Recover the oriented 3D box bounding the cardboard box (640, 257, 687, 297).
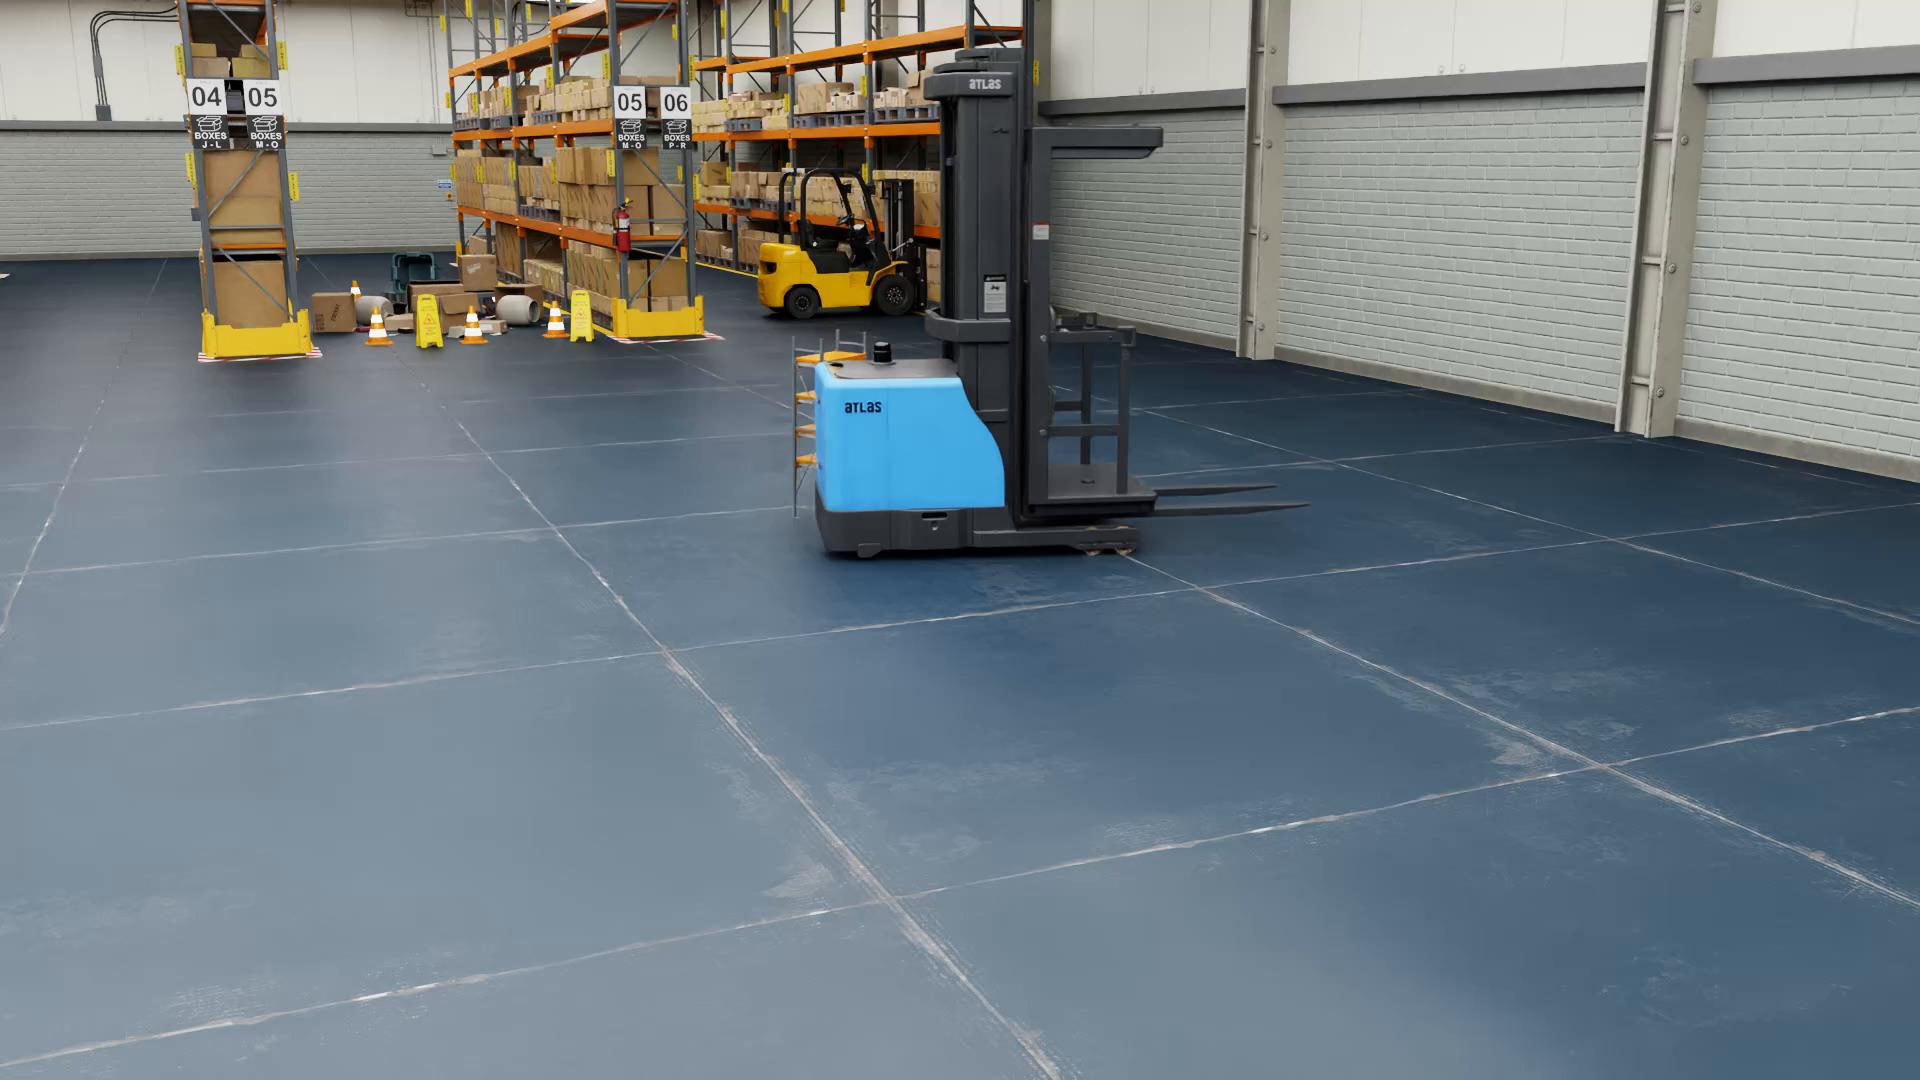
[{"bbox_3d":[-4.069,-3.616,22.844,0.500,0.500,0.500,-6,14,-25],"label":"cardboard box"}]

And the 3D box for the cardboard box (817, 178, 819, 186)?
[{"bbox_3d":[-2.311,-6.355,29.516,0.380,0.149,0.250,-5,14,-22],"label":"cardboard box"}]

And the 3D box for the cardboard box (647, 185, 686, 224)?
[{"bbox_3d":[-3.925,-4.505,22.303,0.500,0.500,0.500,-6,14,-24],"label":"cardboard box"}]

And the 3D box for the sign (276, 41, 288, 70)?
[{"bbox_3d":[-7.974,-5.696,19.560,0.100,0.325,0.005,-6,14,-23],"label":"sign"}]

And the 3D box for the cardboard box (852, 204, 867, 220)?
[{"bbox_3d":[-1.487,-5.472,27.692,0.500,0.250,0.500,-5,14,-22],"label":"cardboard box"}]

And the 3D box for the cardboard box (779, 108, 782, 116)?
[{"bbox_3d":[-3.178,-8.037,31.238,0.380,0.149,0.250,-5,14,-22],"label":"cardboard box"}]

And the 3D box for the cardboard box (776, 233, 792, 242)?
[{"bbox_3d":[-3.345,-5.843,32.139,0.380,0.149,0.250,-5,14,-21],"label":"cardboard box"}]

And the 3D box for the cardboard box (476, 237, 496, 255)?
[{"bbox_3d":[-9.669,-6.135,34.977,0.875,0.438,0.875,-5,14,-21],"label":"cardboard box"}]

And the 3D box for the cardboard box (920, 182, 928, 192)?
[{"bbox_3d":[-0.375,-5.312,25.008,0.380,0.149,0.250,-6,14,-23],"label":"cardboard box"}]

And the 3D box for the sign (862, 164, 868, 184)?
[{"bbox_3d":[-1.539,-5.939,26.986,0.100,0.325,0.005,-6,14,-23],"label":"sign"}]

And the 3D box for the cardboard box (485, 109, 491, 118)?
[{"bbox_3d":[-8.610,-7.927,30.903,0.380,0.166,0.250,-7,15,-27],"label":"cardboard box"}]

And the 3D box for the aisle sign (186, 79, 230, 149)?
[{"bbox_3d":[-8.731,-4.946,19.321,0.394,0.787,0.004,-6,14,-23],"label":"aisle sign"}]

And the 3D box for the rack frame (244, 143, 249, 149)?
[{"bbox_3d":[-14.894,-7.027,34.077,1.000,3.000,0.127,-6,14,-23],"label":"rack frame"}]

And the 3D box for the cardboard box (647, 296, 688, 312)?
[{"bbox_3d":[-4.059,-3.246,22.907,0.500,0.250,0.500,-6,14,-23],"label":"cardboard box"}]

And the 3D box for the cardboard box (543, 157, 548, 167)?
[{"bbox_3d":[-6.403,-6.000,26.392,0.380,0.149,0.250,-6,14,-25],"label":"cardboard box"}]

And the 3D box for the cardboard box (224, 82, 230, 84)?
[{"bbox_3d":[-9.337,-5.791,20.604,0.500,0.250,0.500,-6,14,-23],"label":"cardboard box"}]

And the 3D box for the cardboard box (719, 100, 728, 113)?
[{"bbox_3d":[-4.673,-8.977,34.414,0.500,0.250,0.500,-6,14,-23],"label":"cardboard box"}]

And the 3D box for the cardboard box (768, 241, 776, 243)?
[{"bbox_3d":[-3.417,-5.558,32.343,0.500,0.500,0.500,-5,14,-21],"label":"cardboard box"}]

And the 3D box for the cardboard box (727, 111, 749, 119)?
[{"bbox_3d":[-4.495,-8.612,33.679,0.380,0.149,0.250,-5,14,-22],"label":"cardboard box"}]

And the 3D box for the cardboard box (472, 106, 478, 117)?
[{"bbox_3d":[-9.346,-8.420,32.592,0.396,0.266,0.258,-5,14,-21],"label":"cardboard box"}]

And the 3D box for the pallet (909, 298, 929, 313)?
[{"bbox_3d":[-0.273,-3.685,25.825,1.003,0.211,1.213,-6,14,-23],"label":"pallet"}]

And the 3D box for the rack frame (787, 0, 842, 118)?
[{"bbox_3d":[-2.648,-9.214,30.222,1.000,3.000,0.127,-6,14,-23],"label":"rack frame"}]

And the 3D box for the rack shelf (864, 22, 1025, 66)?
[{"bbox_3d":[-0.244,-7.429,24.992,1.077,0.370,4.000,-6,14,-23],"label":"rack shelf"}]

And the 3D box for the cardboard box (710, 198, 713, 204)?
[{"bbox_3d":[-5.211,-7.358,36.068,0.380,0.149,0.250,-6,14,-23],"label":"cardboard box"}]

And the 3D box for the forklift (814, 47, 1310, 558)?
[{"bbox_3d":[0.634,-1.455,10.156,3.031,2.935,1.130,-2,13,-8],"label":"forklift"}]

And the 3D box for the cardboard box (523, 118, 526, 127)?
[{"bbox_3d":[-7.224,-7.100,28.300,0.380,0.149,0.250,-6,14,-23],"label":"cardboard box"}]

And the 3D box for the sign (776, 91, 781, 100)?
[{"bbox_3d":[-3.743,-9.073,34.248,0.100,0.325,0.005,-6,14,-23],"label":"sign"}]

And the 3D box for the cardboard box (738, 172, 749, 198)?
[{"bbox_3d":[-4.054,-7.143,33.429,0.700,0.500,0.500,-5,14,-22],"label":"cardboard box"}]

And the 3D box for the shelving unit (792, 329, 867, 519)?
[{"bbox_3d":[-0.859,-0.759,10.974,0.258,1.200,0.503,9,16,30],"label":"shelving unit"}]

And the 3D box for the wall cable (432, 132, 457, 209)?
[{"bbox_3d":[-12.679,-9.168,41.005,0.585,1.953,0.123,-6,14,-23],"label":"wall cable"}]

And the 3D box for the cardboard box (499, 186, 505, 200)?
[{"bbox_3d":[-8.054,-6.299,30.157,0.500,0.250,0.500,-6,14,-24],"label":"cardboard box"}]

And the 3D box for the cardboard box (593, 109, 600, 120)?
[{"bbox_3d":[-4.778,-5.788,22.632,0.380,0.149,0.250,-6,14,-23],"label":"cardboard box"}]

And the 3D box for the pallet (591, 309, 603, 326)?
[{"bbox_3d":[-4.798,-3.269,24.025,1.003,0.211,1.213,-6,14,-23],"label":"pallet"}]

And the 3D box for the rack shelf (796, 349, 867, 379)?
[{"bbox_3d":[-0.852,-1.141,10.881,0.258,0.148,0.480,9,16,30],"label":"rack shelf"}]

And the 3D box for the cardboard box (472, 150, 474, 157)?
[{"bbox_3d":[-9.666,-7.825,33.648,0.380,0.149,0.250,-6,14,-24],"label":"cardboard box"}]

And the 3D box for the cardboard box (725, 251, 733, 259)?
[{"bbox_3d":[-4.742,-6.021,35.126,0.380,0.149,0.250,-6,14,-25],"label":"cardboard box"}]

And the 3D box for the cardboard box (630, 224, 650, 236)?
[{"bbox_3d":[-4.335,-4.124,22.095,0.380,0.149,0.250,-5,14,-21],"label":"cardboard box"}]

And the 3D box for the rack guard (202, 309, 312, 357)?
[{"bbox_3d":[-8.475,-2.498,20.055,1.175,0.500,0.348,-6,14,-23],"label":"rack guard"}]

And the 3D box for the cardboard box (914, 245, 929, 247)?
[{"bbox_3d":[-0.734,-4.480,26.023,0.500,0.250,0.500,-5,14,-21],"label":"cardboard box"}]

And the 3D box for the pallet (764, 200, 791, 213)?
[{"bbox_3d":[-2.984,-6.331,31.498,1.213,0.211,1.003,-6,14,-23],"label":"pallet"}]

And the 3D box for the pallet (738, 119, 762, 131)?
[{"bbox_3d":[-3.635,-8.132,32.618,1.213,0.211,1.003,-6,14,-23],"label":"pallet"}]

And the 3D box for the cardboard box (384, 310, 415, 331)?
[{"bbox_3d":[-7.711,-3.027,22.858,0.396,0.266,0.258,-3,13,-13],"label":"cardboard box"}]

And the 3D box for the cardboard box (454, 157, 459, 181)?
[{"bbox_3d":[-10.468,-7.905,35.436,0.500,0.500,0.500,-6,14,-24],"label":"cardboard box"}]

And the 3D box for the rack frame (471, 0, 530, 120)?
[{"bbox_3d":[-8.797,-9.591,31.852,1.000,3.000,0.127,-6,14,-23],"label":"rack frame"}]

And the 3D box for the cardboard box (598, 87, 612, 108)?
[{"bbox_3d":[-4.442,-5.804,21.813,0.500,0.250,0.500,-6,14,-24],"label":"cardboard box"}]

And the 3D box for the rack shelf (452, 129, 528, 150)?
[{"bbox_3d":[-9.598,-8.192,34.057,1.077,0.370,4.000,-6,14,-23],"label":"rack shelf"}]

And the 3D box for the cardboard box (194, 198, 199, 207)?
[{"bbox_3d":[-12.308,-5.516,27.178,0.380,0.149,0.250,-5,14,-22],"label":"cardboard box"}]

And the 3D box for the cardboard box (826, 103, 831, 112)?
[{"bbox_3d":[-2.073,-7.416,28.511,0.380,0.149,0.250,-6,14,-24],"label":"cardboard box"}]

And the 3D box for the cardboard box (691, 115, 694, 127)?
[{"bbox_3d":[-5.703,-9.257,36.736,0.500,0.250,0.500,-5,14,-22],"label":"cardboard box"}]

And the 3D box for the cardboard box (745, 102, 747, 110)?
[{"bbox_3d":[-4.014,-8.550,32.751,0.380,0.149,0.250,-5,14,-22],"label":"cardboard box"}]

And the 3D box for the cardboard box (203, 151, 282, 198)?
[{"bbox_3d":[-8.598,-4.400,20.002,0.875,0.550,0.550,-6,14,-23],"label":"cardboard box"}]
